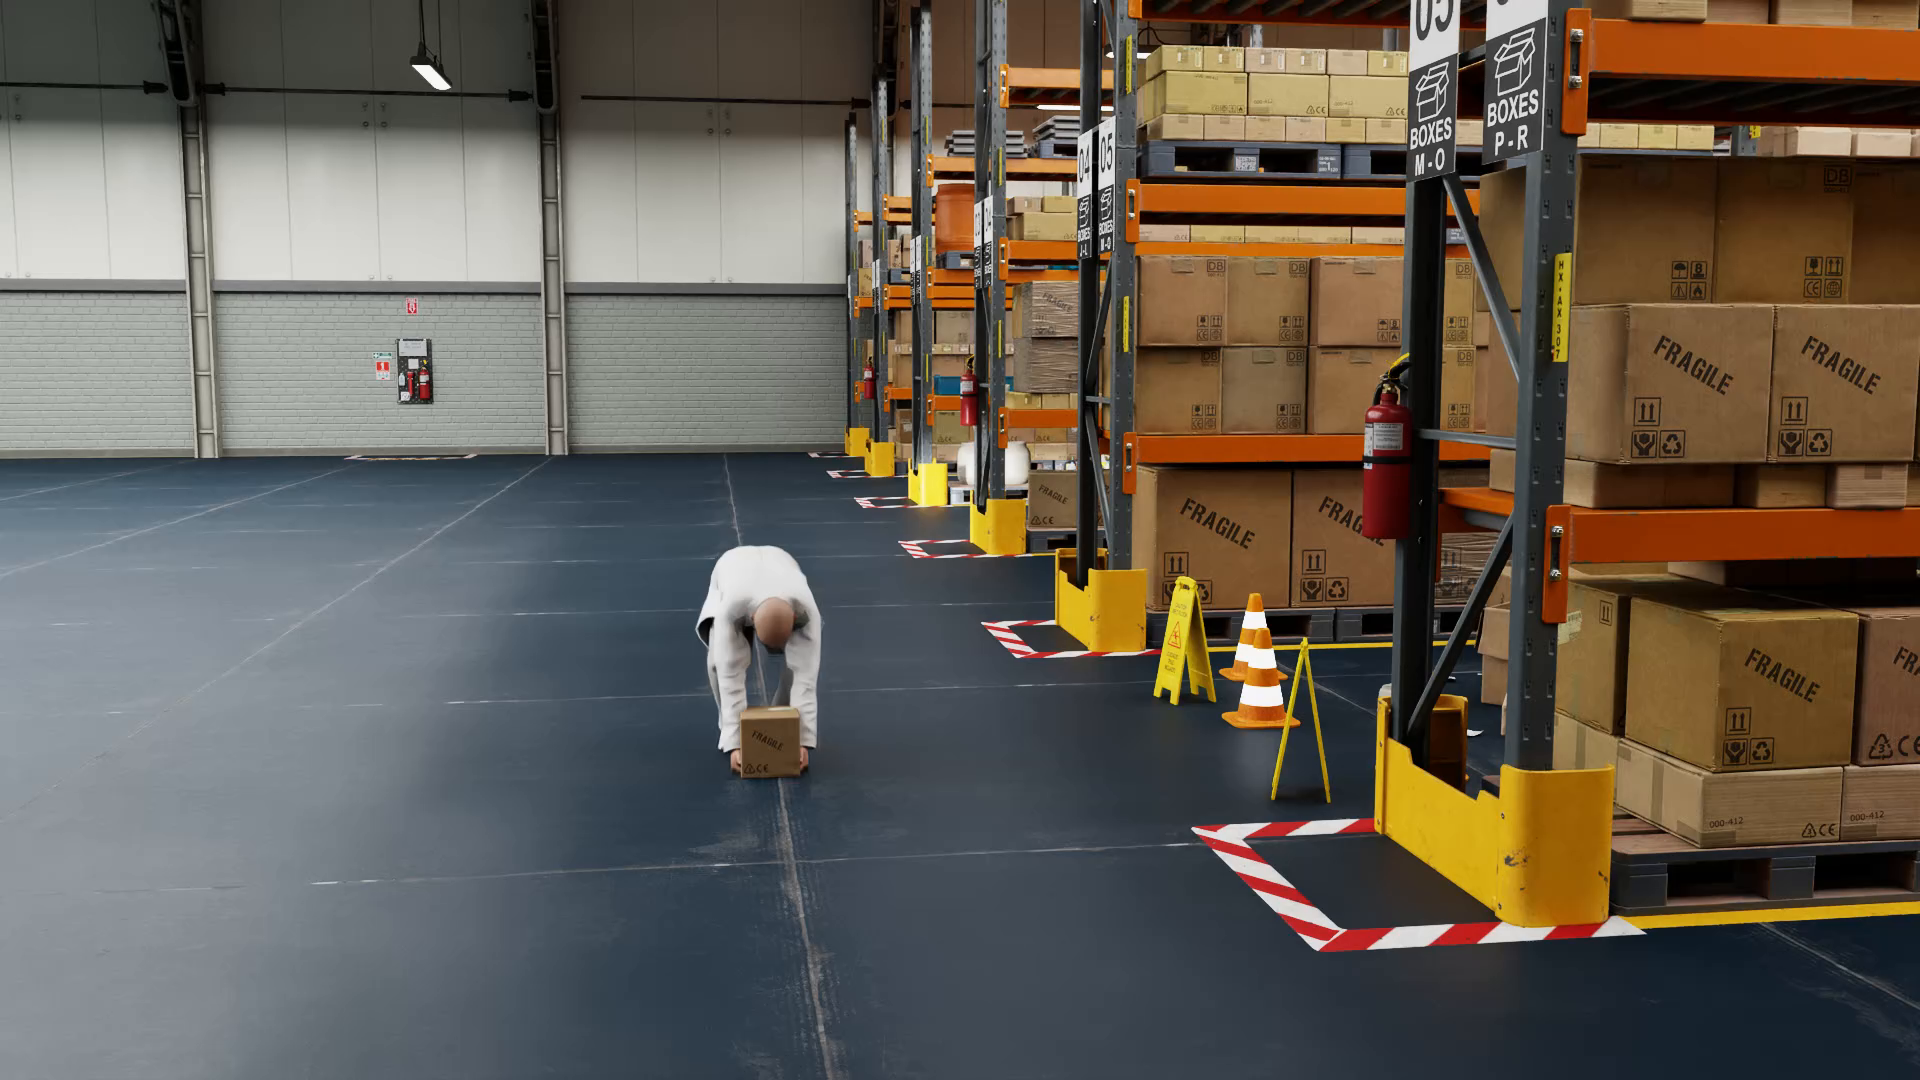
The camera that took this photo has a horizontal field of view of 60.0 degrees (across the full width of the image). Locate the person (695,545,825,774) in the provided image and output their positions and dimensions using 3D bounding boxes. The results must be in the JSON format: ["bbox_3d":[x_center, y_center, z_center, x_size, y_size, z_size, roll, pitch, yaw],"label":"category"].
[{"bbox_3d":[-0.887,0.510,7.474,0.587,0.934,0.949,-1,6,-11],"label":"person"}]
